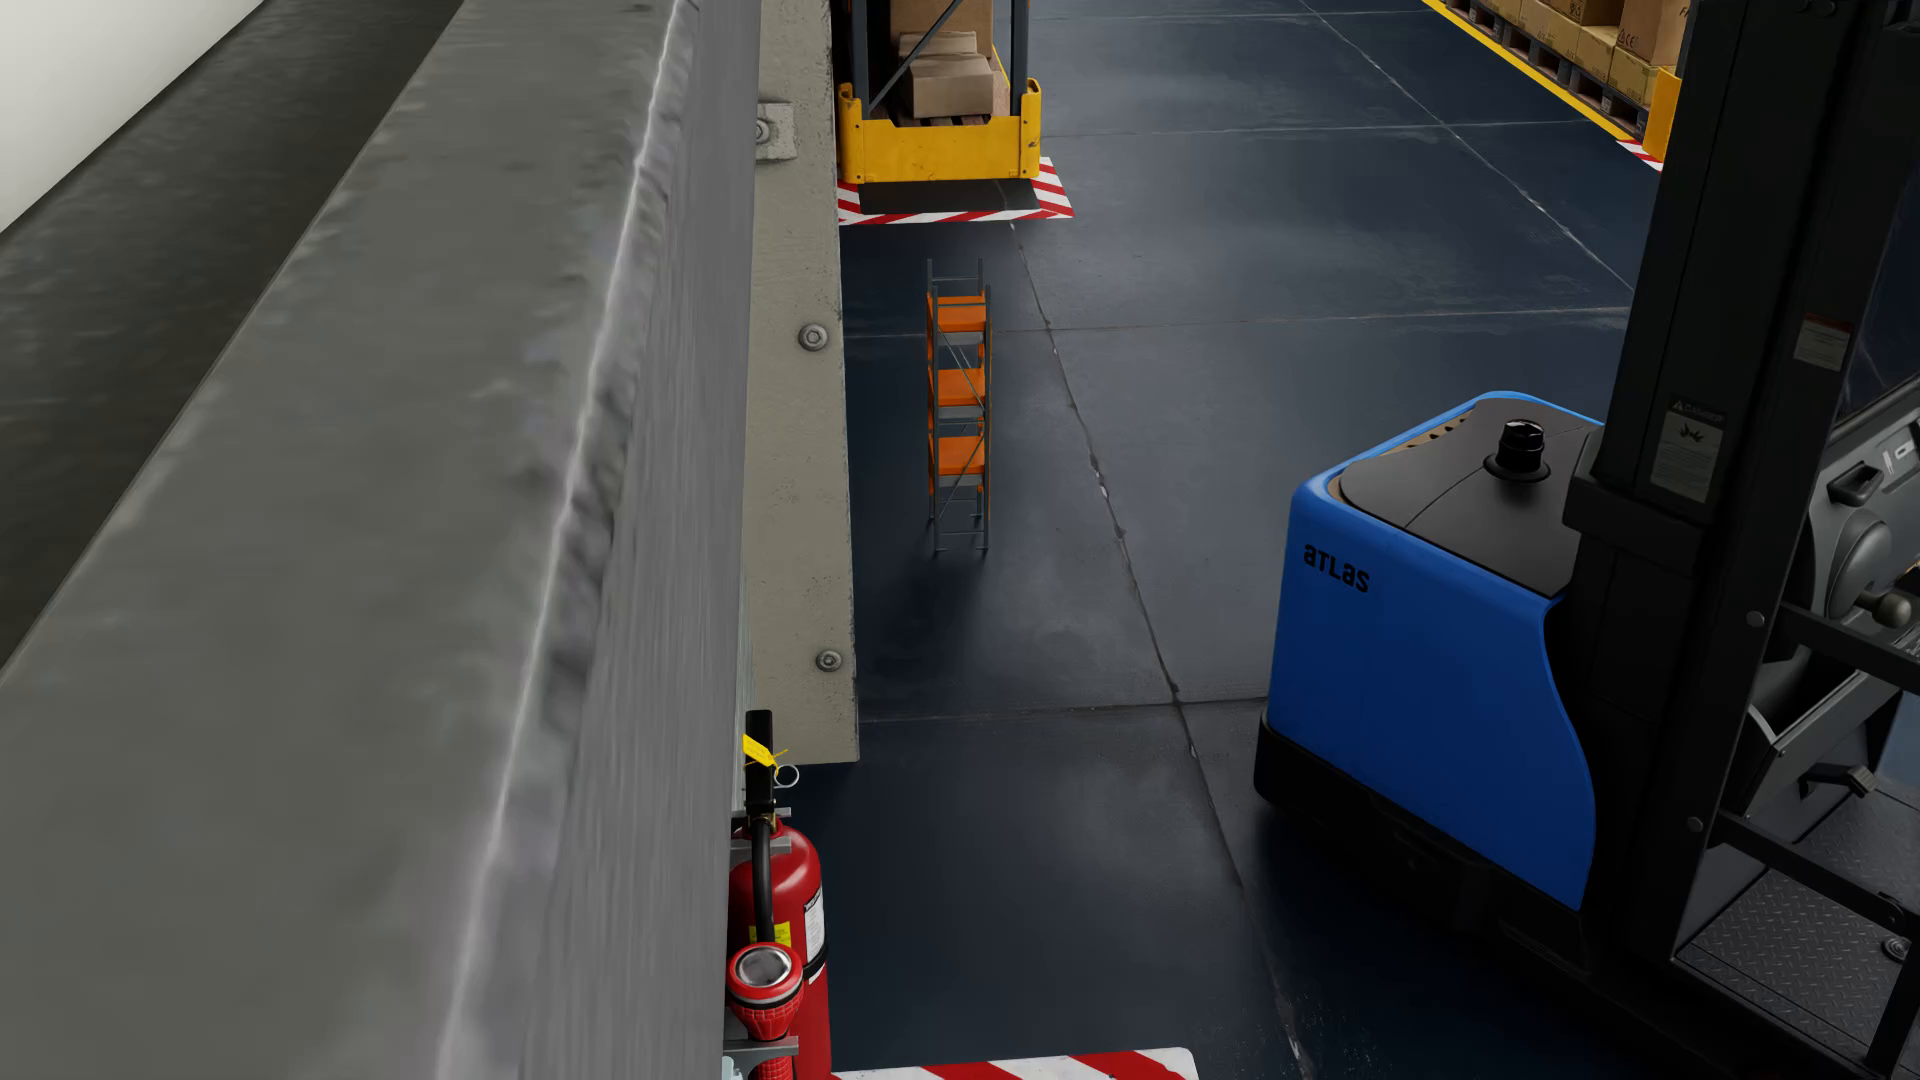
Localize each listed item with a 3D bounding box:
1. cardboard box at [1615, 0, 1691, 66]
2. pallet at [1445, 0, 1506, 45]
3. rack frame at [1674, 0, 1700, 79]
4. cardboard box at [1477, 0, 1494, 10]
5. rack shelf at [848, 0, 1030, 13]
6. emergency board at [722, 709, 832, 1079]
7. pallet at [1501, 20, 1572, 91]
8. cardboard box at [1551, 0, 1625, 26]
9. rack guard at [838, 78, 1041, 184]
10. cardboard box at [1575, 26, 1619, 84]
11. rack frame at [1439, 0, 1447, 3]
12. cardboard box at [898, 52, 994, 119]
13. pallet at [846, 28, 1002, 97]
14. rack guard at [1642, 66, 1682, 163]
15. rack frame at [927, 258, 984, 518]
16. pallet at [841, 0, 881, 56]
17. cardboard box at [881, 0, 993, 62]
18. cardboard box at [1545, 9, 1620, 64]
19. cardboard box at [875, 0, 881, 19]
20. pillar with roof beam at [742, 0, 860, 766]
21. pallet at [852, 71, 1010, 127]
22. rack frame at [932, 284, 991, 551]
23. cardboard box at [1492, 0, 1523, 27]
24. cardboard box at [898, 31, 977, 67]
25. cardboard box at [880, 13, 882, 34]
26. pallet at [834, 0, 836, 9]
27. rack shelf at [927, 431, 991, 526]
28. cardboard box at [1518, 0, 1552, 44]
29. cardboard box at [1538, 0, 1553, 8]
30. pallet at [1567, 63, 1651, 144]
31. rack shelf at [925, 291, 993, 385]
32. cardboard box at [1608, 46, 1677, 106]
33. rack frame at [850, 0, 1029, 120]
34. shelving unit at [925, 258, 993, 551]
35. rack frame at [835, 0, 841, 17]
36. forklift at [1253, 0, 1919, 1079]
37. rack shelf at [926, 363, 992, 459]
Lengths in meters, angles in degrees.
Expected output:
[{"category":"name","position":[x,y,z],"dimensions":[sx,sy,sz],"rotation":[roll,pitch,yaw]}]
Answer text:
[{"category":"cardboard box","position":[4.470,-3.270,10.341],"dimensions":[0.500,0.500,0.500],"rotation":[-3,31,-5]},{"category":"pallet","position":[4.476,-4.126,12.952],"dimensions":[1.003,0.211,1.213],"rotation":[-3,31,-5]},{"category":"rack frame","position":[4.817,-3.689,9.501],"dimensions":[1.000,3.000,0.127],"rotation":[-3,31,-5]},{"category":"cardboard box","position":[4.226,-4.224,12.669],"dimensions":[0.500,0.250,0.500],"rotation":[-3,31,-5]},{"category":"rack shelf","position":[-0.302,-4.162,10.995],"dimensions":[1.077,0.370,4.000],"rotation":[-3,31,-5]},{"category":"emergency board","position":[-0.288,0.561,2.386],"dimensions":[0.194,1.169,0.643],"rotation":[-3,31,-5]},{"category":"pallet","position":[4.593,-3.502,11.907],"dimensions":[1.003,0.211,1.213],"rotation":[-3,31,-5]},{"category":"cardboard box","position":[4.362,-3.780,11.194],"dimensions":[0.500,0.500,0.500],"rotation":[-3,31,-5]},{"category":"rack guard","position":[-0.122,-2.416,9.807],"dimensions":[1.175,0.500,0.348],"rotation":[-3,31,-5]},{"category":"cardboard box","position":[4.414,-3.203,10.960],"dimensions":[0.500,0.250,0.500],"rotation":[-3,31,-5]},{"category":"rack frame","position":[4.443,-5.731,12.920],"dimensions":[1.000,3.000,0.127],"rotation":[-3,31,-5]},{"category":"cardboard box","position":[-0.090,-2.842,10.276],"dimensions":[0.500,0.311,0.500],"rotation":[-6,31,-10]},{"category":"pallet","position":[-0.274,-3.329,11.618],"dimensions":[1.003,0.211,1.213],"rotation":[-3,31,-5]},{"category":"rack guard","position":[4.819,-2.604,10.122],"dimensions":[1.175,0.500,0.348],"rotation":[-3,31,-5]},{"category":"rack frame","position":[-0.016,-0.540,6.131],"dimensions":[0.200,1.050,0.008],"rotation":[-3,31,-5]},{"category":"pallet","position":[-0.391,-3.954,12.663],"dimensions":[1.003,0.211,1.213],"rotation":[-3,31,-5]},{"category":"cardboard box","position":[-0.162,-3.591,11.346],"dimensions":[0.700,0.500,0.500],"rotation":[-5,31,-8]},{"category":"cardboard box","position":[4.365,-3.459,11.387],"dimensions":[0.500,0.250,0.500],"rotation":[-3,31,-5]},{"category":"cardboard box","position":[-0.352,-4.080,12.164],"dimensions":[0.500,0.500,0.500],"rotation":[-5,31,-8]},{"category":"pillar with roof beam","position":[3.805,-3.484,3.308],"dimensions":[9.100,9.000,0.400],"rotation":[-3,31,-5]},{"category":"pallet","position":[-0.163,-2.708,10.578],"dimensions":[1.003,0.211,1.213],"rotation":[-3,31,-5]},{"category":"rack frame","position":[0.006,-0.416,5.922],"dimensions":[0.200,1.050,0.008],"rotation":[-3,31,-5]},{"category":"cardboard box","position":[4.268,-3.969,12.241],"dimensions":[0.500,0.250,0.500],"rotation":[-3,31,-5]},{"category":"cardboard box","position":[-0.143,-3.133,10.763],"dimensions":[0.500,0.311,0.500],"rotation":[0,31,0]},{"category":"cardboard box","position":[-0.359,-3.640,11.769],"dimensions":[0.380,0.149,0.250],"rotation":[-5,31,-9]},{"category":"pallet","position":[-0.563,-4.692,13.900],"dimensions":[1.003,0.211,1.213],"rotation":[-3,31,-5]},{"category":"rack shelf","position":[-0.005,-0.230,6.174],"dimensions":[0.215,0.259,0.240],"rotation":[-3,31,-5]},{"category":"cardboard box","position":[4.320,-3.714,11.814],"dimensions":[0.500,0.250,0.500],"rotation":[-3,31,-5]},{"category":"cardboard box","position":[4.317,-4.036,11.622],"dimensions":[0.500,0.500,0.500],"rotation":[-3,31,-5]},{"category":"pallet","position":[4.704,-2.881,10.866],"dimensions":[1.003,0.211,1.213],"rotation":[-3,31,-5]},{"category":"rack shelf","position":[-0.005,-0.713,5.886],"dimensions":[0.215,0.259,0.240],"rotation":[-3,31,-5]},{"category":"cardboard box","position":[4.473,-2.949,10.533],"dimensions":[0.500,0.250,0.500],"rotation":[-3,31,-5]},{"category":"rack frame","position":[-0.115,-3.450,9.101],"dimensions":[1.000,3.000,0.127],"rotation":[-3,31,-5]},{"category":"shelving unit","position":[-0.005,-0.478,6.027],"dimensions":[0.215,1.050,0.252],"rotation":[-3,31,-5]},{"category":"rack frame","position":[-0.489,-5.492,12.520],"dimensions":[1.000,3.000,0.127],"rotation":[-3,31,-5]},{"category":"forklift","position":[2.205,-0.067,3.503],"dimensions":[1.130,2.935,3.031],"rotation":[-24,38,-34]},{"category":"rack shelf","position":[-0.005,-0.469,6.032],"dimensions":[0.215,0.259,0.240],"rotation":[-3,31,-5]}]
